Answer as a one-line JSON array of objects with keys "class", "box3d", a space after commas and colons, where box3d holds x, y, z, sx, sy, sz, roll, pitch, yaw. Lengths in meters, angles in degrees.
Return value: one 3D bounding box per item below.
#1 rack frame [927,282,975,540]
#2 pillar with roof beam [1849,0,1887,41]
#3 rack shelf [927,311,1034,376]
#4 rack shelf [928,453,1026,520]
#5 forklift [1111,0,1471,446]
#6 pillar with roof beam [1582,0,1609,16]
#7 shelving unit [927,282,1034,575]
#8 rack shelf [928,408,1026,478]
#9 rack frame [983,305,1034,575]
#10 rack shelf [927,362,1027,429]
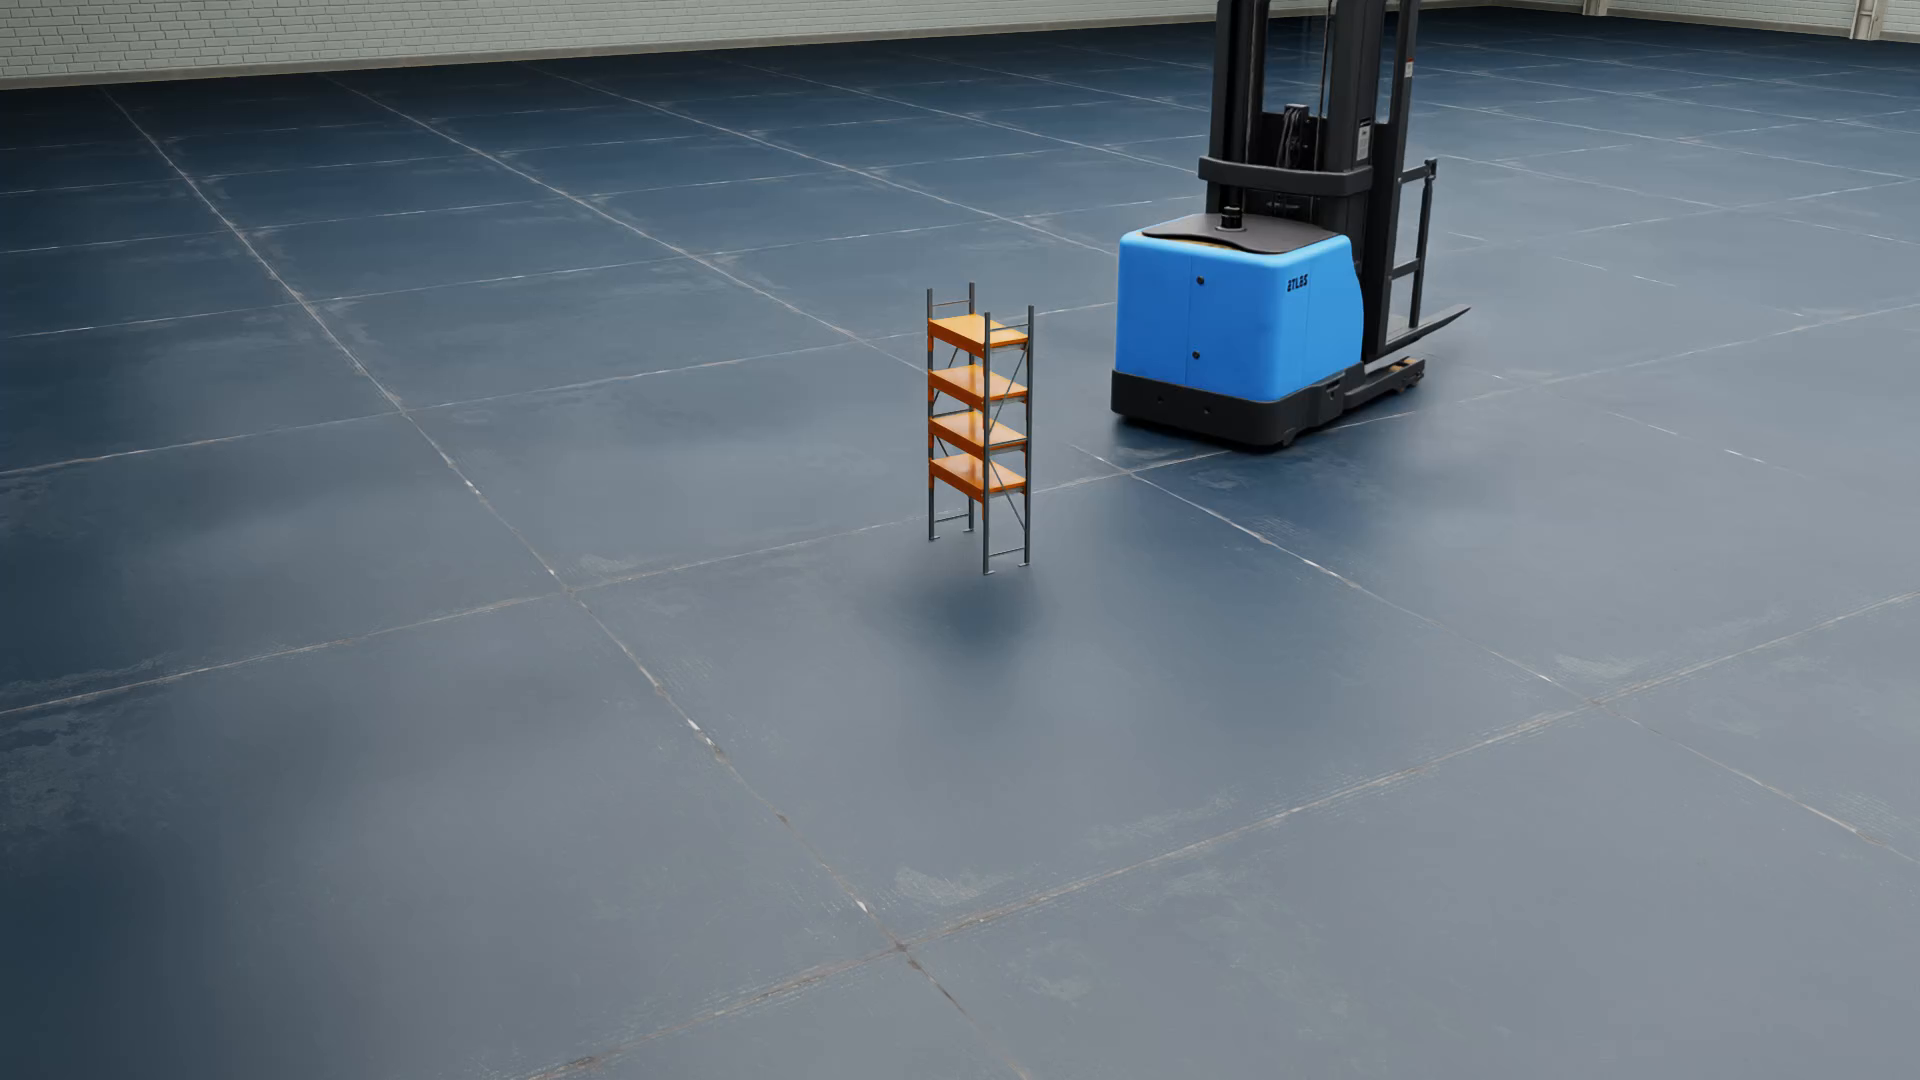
[{"class": "rack frame", "box3d": [-0.040, -0.581, 7.648, 0.240, 1.200, 0.015, -13, 25, -28]}, {"class": "pillar with roof beam", "box3d": [12.698, -12.422, 26.421, 9.100, 9.000, 0.400, -13, 25, -28]}, {"class": "rack shelf", "box3d": [0.085, -0.866, 7.306, 0.258, 0.148, 0.480, -13, 25, -28]}, {"class": "rack shelf", "box3d": [0.085, -0.256, 7.554, 0.258, 0.148, 0.480, -13, 25, -28]}, {"class": "forklift", "box3d": [2.178, -2.344, 9.685, 1.130, 2.935, 3.031, 17, 28, 36]}, {"class": "pillar with roof beam", "box3d": [9.633, -14.364, 31.199, 9.100, 9.000, 0.400, -13, 25, -28]}, {"class": "shelving unit", "box3d": [0.085, -0.502, 7.454, 0.258, 1.200, 0.503, -13, 25, -28]}, {"class": "rack shelf", "box3d": [0.085, -0.440, 7.479, 0.258, 0.148, 0.480, -13, 25, -28]}, {"class": "rack frame", "box3d": [0.209, -0.423, 7.259, 0.240, 1.200, 0.015, -13, 25, -28]}, {"class": "rack shelf", "box3d": [0.085, -0.647, 7.395, 0.258, 0.148, 0.480, -13, 25, -28]}]
